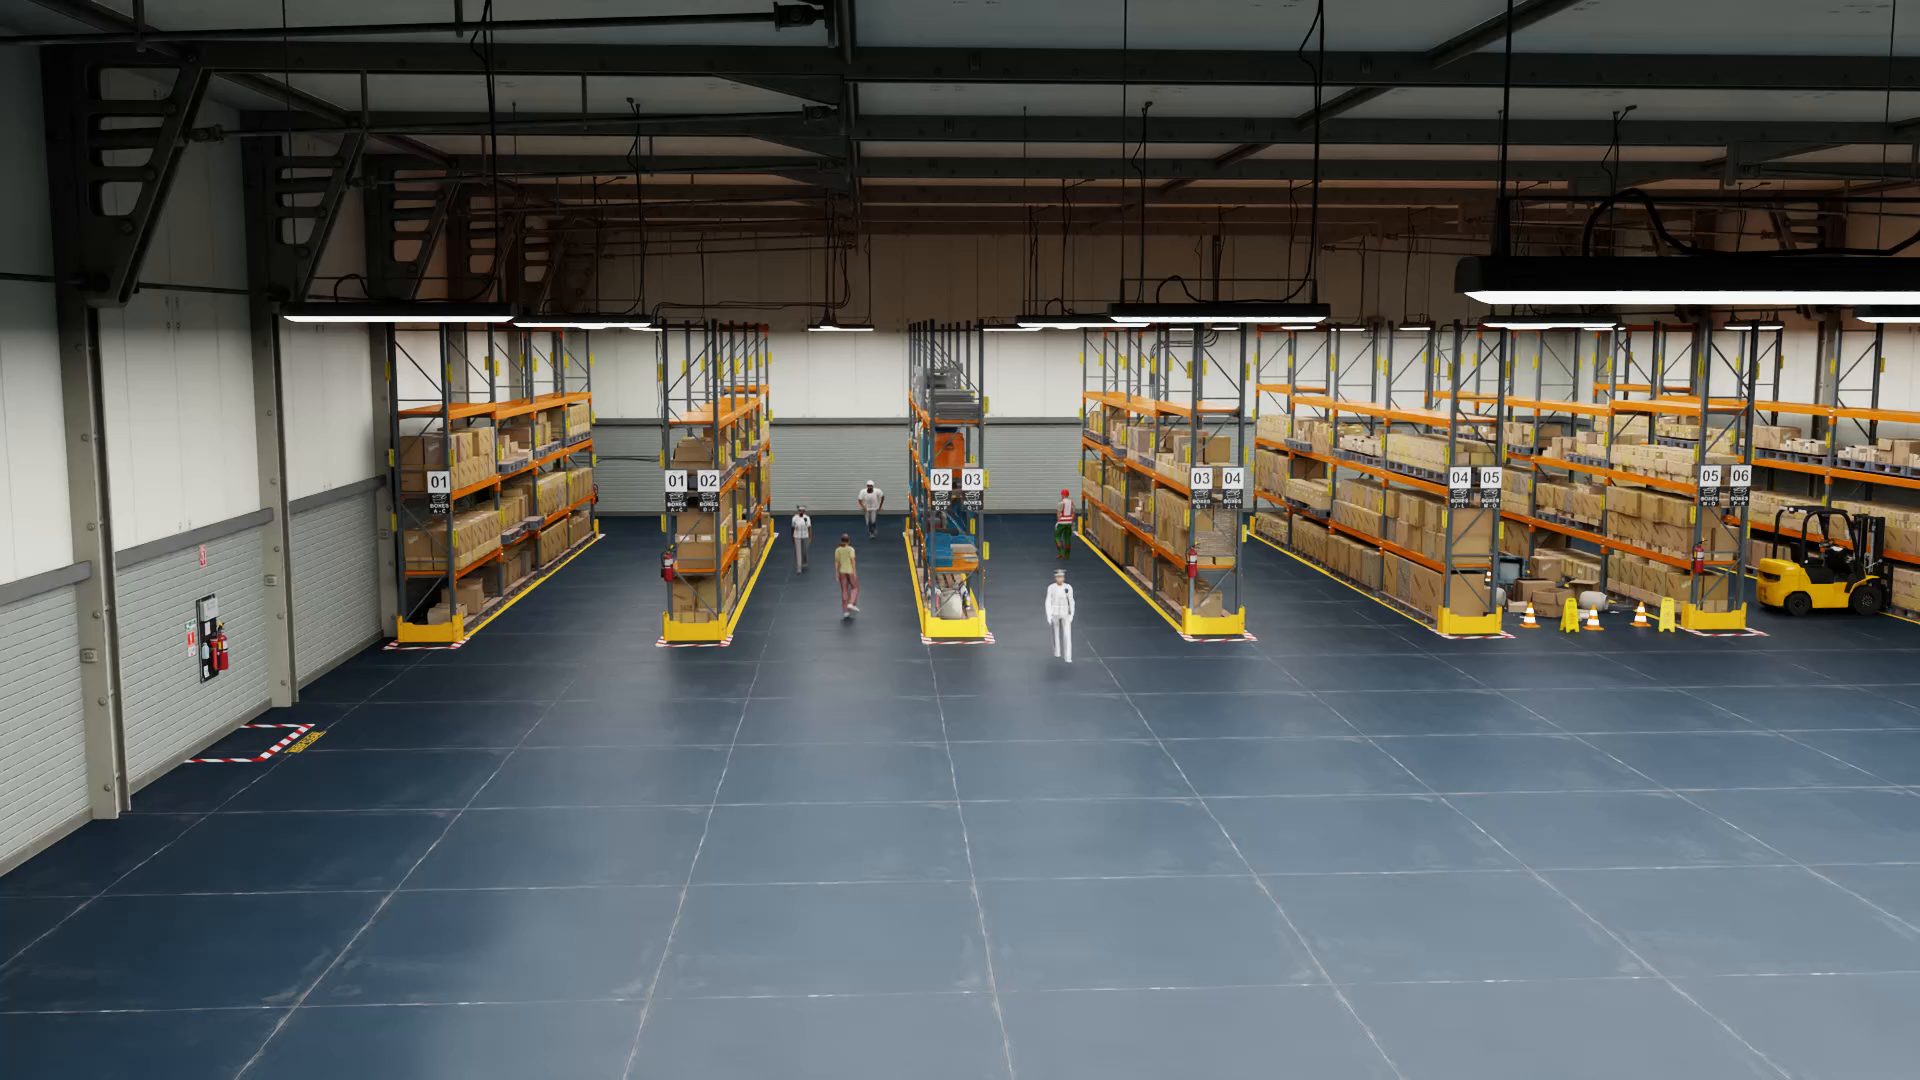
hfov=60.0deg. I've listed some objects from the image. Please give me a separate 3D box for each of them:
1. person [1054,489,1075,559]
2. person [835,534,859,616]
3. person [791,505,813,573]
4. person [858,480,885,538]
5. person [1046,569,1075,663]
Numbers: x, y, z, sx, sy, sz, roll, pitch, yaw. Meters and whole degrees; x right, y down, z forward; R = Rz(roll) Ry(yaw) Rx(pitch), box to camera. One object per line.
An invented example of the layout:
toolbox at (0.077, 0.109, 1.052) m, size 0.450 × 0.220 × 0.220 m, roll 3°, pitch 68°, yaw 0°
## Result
person at (2.676, -0.402, 42.472) m, size 0.593 × 1.802 × 0.403 m, roll -4°, pitch 8°, yaw -29°
person at (-2.309, 0.708, 33.920) m, size 0.513 × 1.659 × 0.471 m, roll 1°, pitch 7°, yaw 6°
person at (-3.825, -0.063, 40.206) m, size 0.513 × 1.620 × 1.033 m, roll -1°, pitch 7°, yaw -5°
person at (-2.491, -0.873, 46.767) m, size 0.715 × 1.659 × 0.722 m, roll 1°, pitch 7°, yaw 9°
person at (1.753, 1.307, 29.115) m, size 0.514 × 1.613 × 1.040 m, roll 1°, pitch 7°, yaw 10°
